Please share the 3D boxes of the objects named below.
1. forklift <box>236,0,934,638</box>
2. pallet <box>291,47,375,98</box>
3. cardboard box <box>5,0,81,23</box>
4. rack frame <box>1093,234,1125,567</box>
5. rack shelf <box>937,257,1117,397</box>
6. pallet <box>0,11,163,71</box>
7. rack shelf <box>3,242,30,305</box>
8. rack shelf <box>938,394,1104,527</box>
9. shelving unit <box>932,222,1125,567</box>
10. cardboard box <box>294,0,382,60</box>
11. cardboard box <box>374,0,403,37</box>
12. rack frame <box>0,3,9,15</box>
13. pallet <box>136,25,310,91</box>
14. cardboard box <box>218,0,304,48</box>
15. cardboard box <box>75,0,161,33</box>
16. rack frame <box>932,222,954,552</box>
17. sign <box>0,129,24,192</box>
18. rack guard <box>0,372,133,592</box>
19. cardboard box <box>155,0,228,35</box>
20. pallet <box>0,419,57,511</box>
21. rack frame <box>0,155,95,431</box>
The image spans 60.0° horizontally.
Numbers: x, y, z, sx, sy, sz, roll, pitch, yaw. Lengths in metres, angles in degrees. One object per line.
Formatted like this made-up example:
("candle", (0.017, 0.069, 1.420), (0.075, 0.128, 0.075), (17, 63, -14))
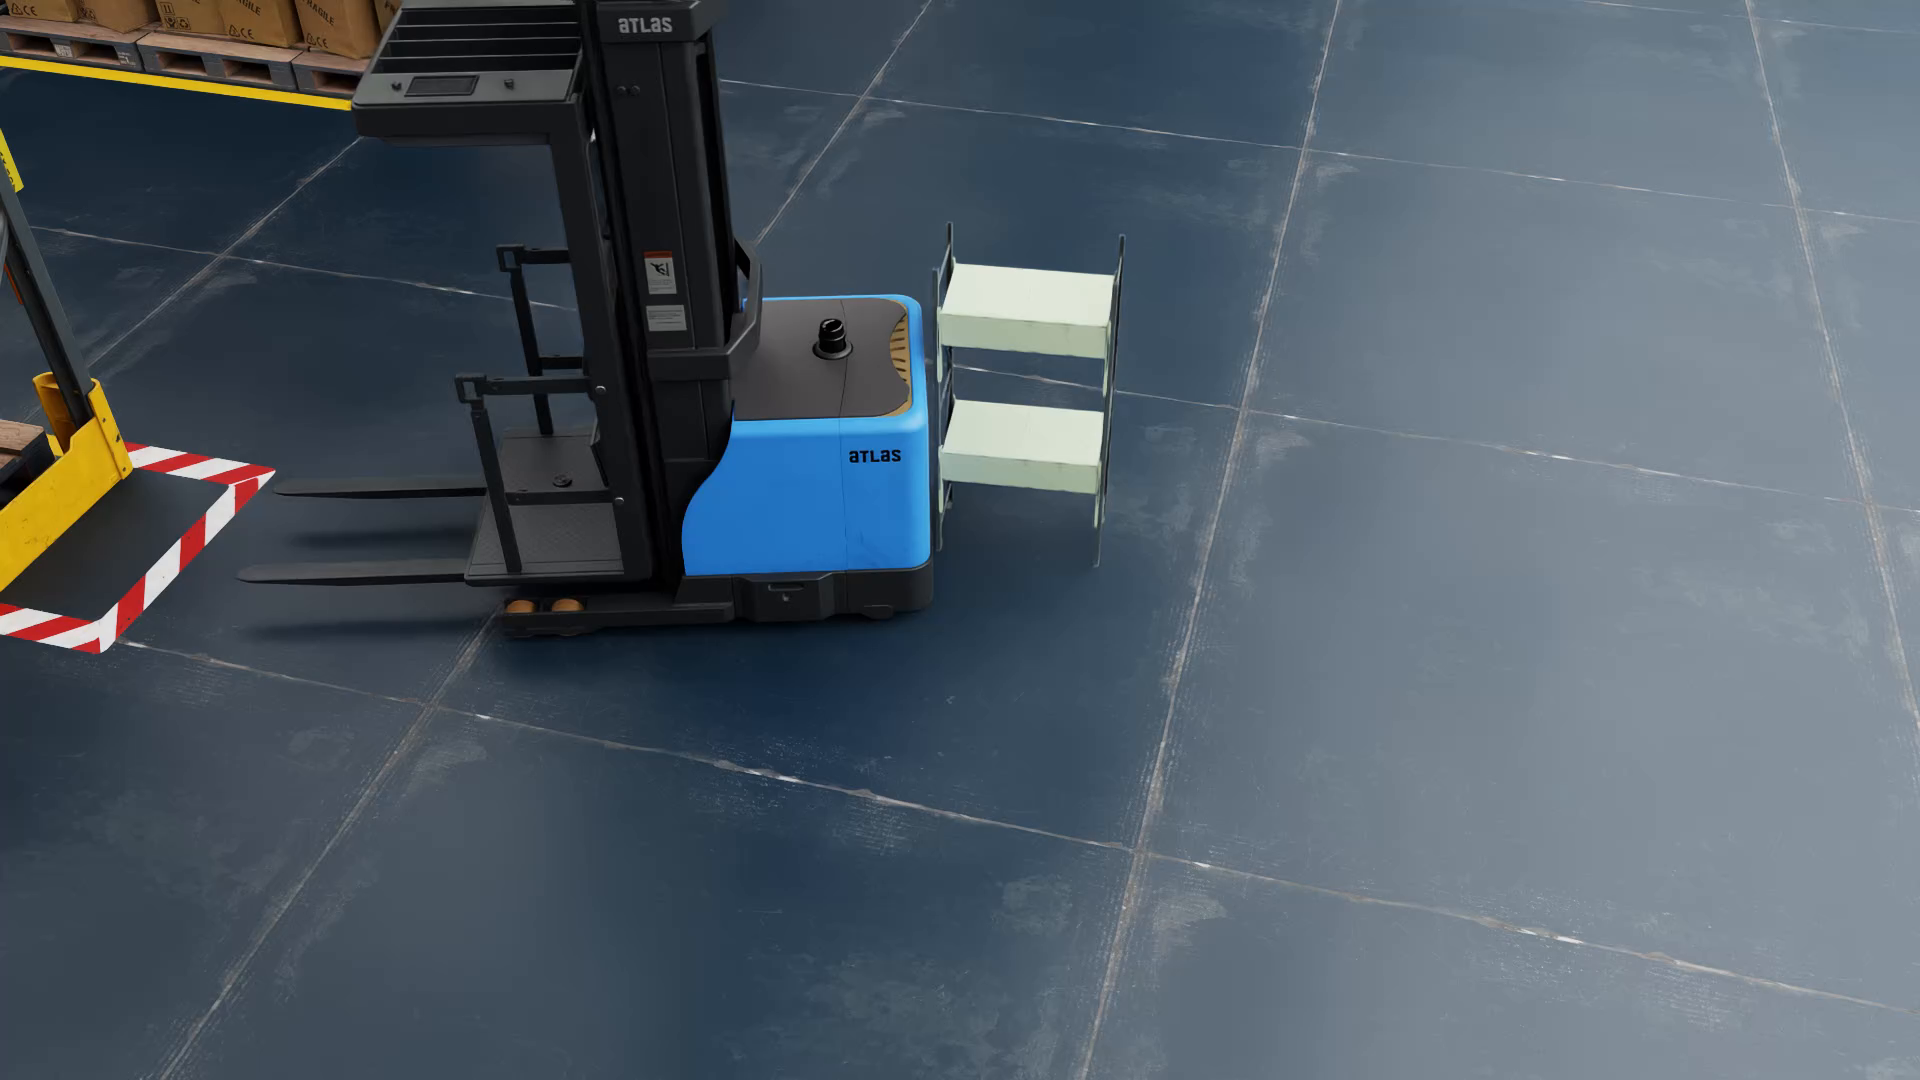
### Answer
("forklift", (-1.651, -1.046, 6.741), (3.031, 2.935, 1.130), (-2, 40, -2))
("pallet", (-3.859, -3.382, 11.638), (1.213, 0.211, 1.003), (10, 41, 11))
("cardboard box", (-6.498, -4.058, 11.891), (0.500, 0.500, 0.500), (9, 41, 10))
("rack frame", (0.652, -0.578, 7.296), (0.023, 1.500, 0.400), (5, 40, 6))
("rack shelf", (0.290, -0.911, 7.086), (0.720, 0.370, 0.431), (5, 40, 6))
("pallet", (-6.216, -3.788, 12.121), (1.213, 0.211, 1.003), (10, 41, 11))
("rack shelf", (-6.222, -1.260, 7.502), (4.000, 0.370, 1.077), (10, 41, 11))
("rack shelf", (0.290, -0.363, 7.547), (0.720, 0.370, 0.431), (5, 40, 6))
("shelving unit", (0.290, -0.612, 7.337), (0.755, 1.500, 0.431), (5, 40, 6))
("cardboard box", (-4.195, -3.676, 11.437), (0.500, 0.500, 0.500), (20, 44, 23))
("cardboard box", (-3.609, -3.598, 11.344), (0.500, 0.500, 0.500), (17, 43, 19))
("rack frame", (-6.874, -4.946, 11.331), (0.127, 3.000, 1.000), (10, 41, 11))
("pallet", (-5.034, -3.586, 11.881), (1.213, 0.211, 1.003), (10, 41, 11))
("cardboard box", (-4.795, -3.792, 11.575), (0.500, 0.500, 0.500), (13, 42, 15))
("cardboard box", (-5.942, -3.967, 11.783), (0.500, 0.500, 0.500), (23, 45, 25))
("rack frame", (-0.072, -0.647, 7.379), (0.023, 1.500, 0.400), (5, 40, 6))
("sign", (-4.144, -1.651, 7.192), (0.005, 0.325, 0.100), (10, 41, 11))
("rack guard", (-4.376, -0.230, 7.659), (0.348, 0.500, 1.175), (10, 41, 11))
("cardboard box", (-5.322, -3.913, 11.718), (0.500, 0.500, 0.500), (6, 40, 8))
("pallet", (-5.159, -0.257, 7.917), (1.213, 0.211, 1.003), (10, 41, 11))
("rack frame", (-4.290, -1.203, 6.875), (0.127, 3.000, 1.000), (10, 41, 11))
